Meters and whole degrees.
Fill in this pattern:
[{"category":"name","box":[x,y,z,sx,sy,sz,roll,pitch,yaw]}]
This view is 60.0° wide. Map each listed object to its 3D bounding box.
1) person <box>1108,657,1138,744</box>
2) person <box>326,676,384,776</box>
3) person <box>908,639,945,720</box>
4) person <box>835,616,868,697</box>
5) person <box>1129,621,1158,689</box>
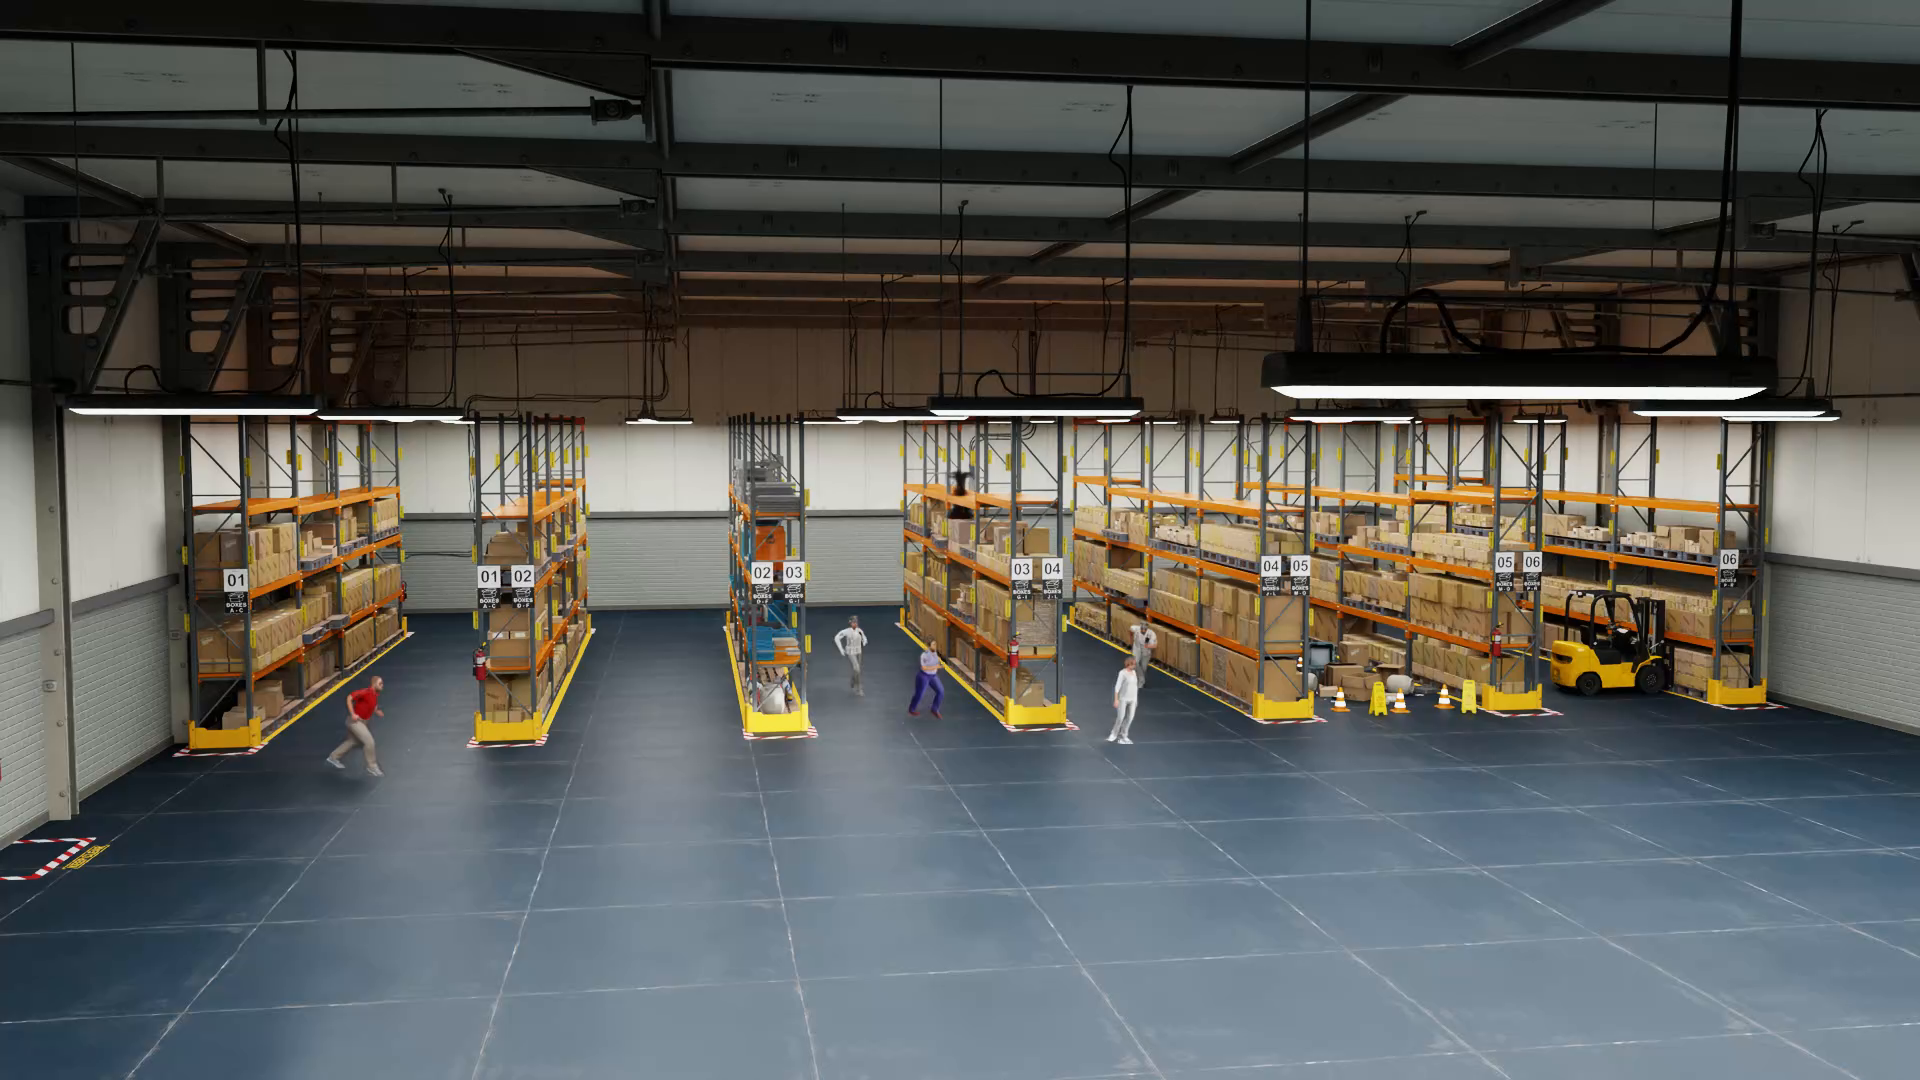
[{"category":"person","box":[2.942,2.892,30.004,0.538,1.583,0.432,-3,5,-33]},{"category":"person","box":[-9.954,3.073,27.335,0.993,1.701,0.709,0,4,7]},{"category":"person","box":[-0.650,2.727,32.502,0.535,1.580,0.926,-4,5,-45]},{"category":"person","box":[-2.303,2.476,35.555,0.713,1.746,0.697,-3,5,-36]},{"category":"person","box":[4.027,2.502,36.575,0.654,1.539,1.168,1,4,9]}]
